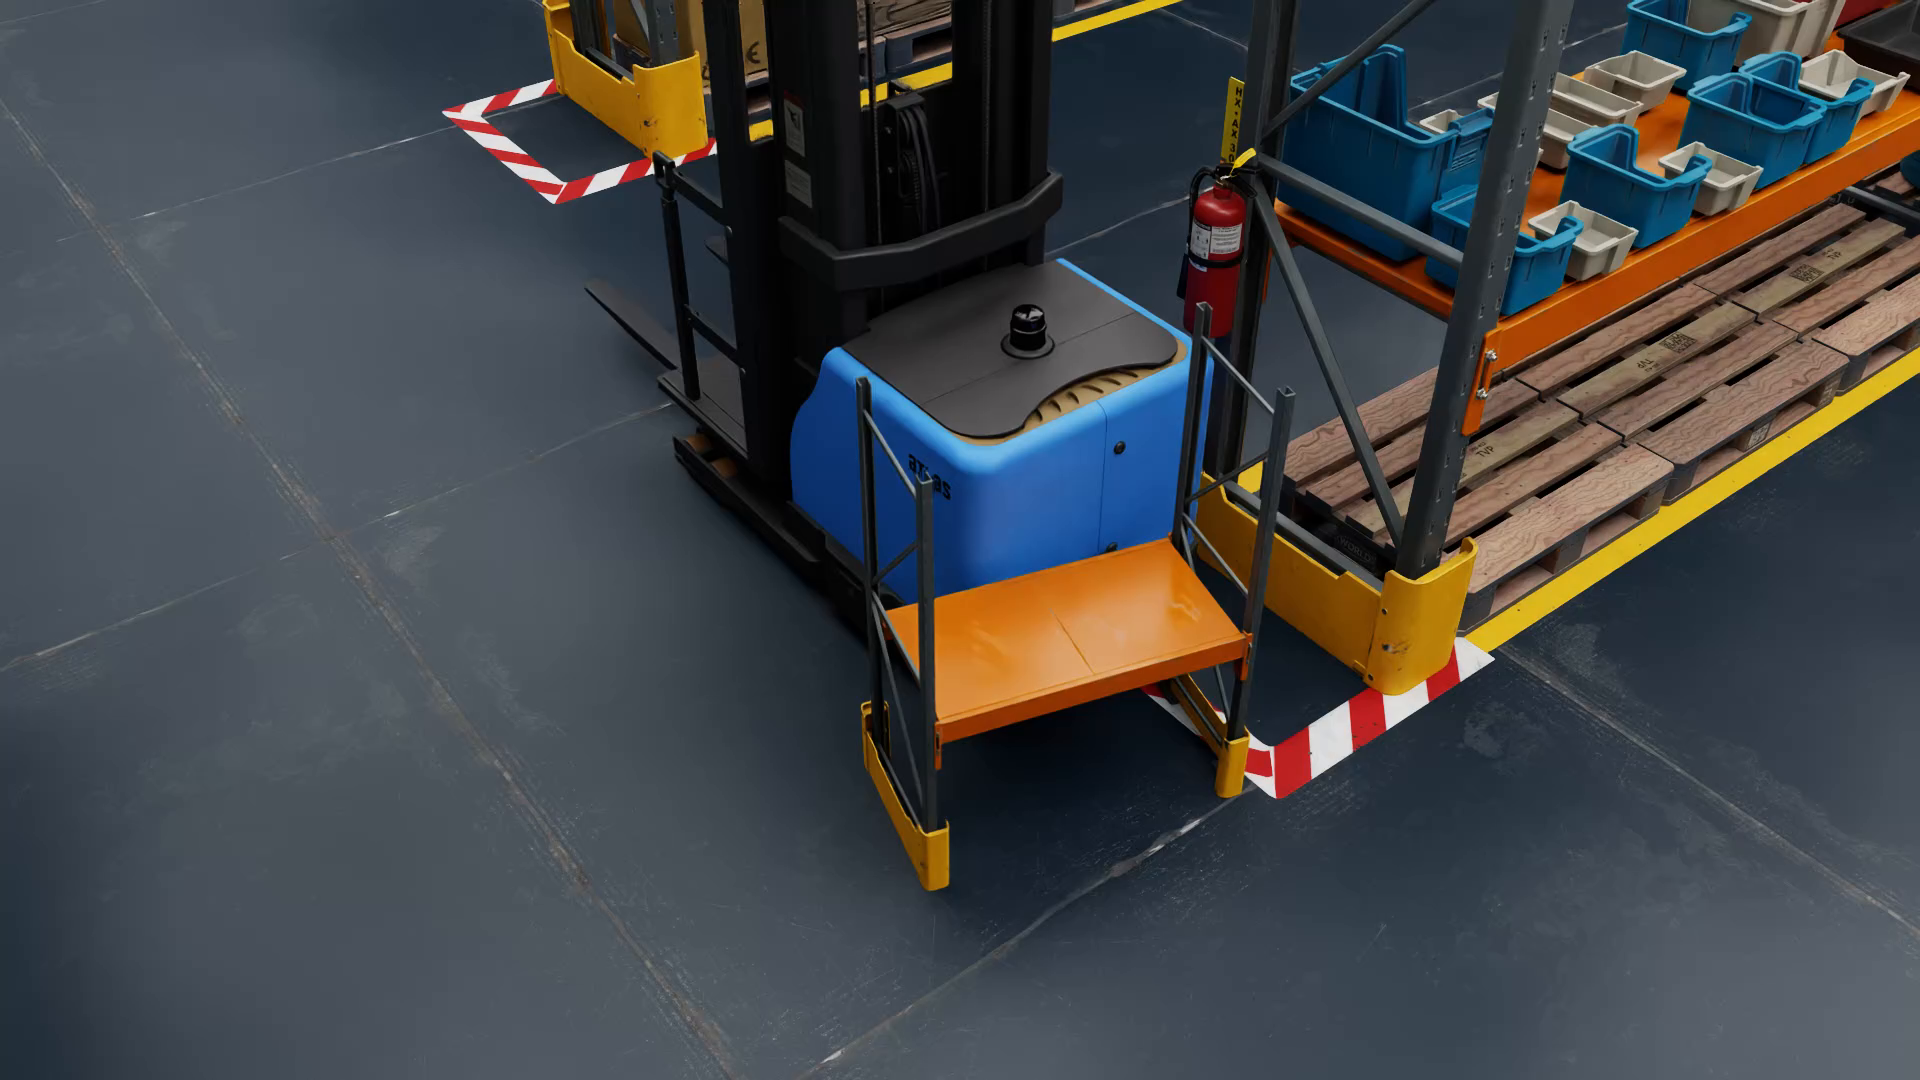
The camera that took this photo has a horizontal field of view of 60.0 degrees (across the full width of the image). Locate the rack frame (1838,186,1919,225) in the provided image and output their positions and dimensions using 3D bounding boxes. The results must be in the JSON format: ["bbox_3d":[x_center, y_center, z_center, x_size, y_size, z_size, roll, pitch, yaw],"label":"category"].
[{"bbox_3d":[4.411,-2.539,6.980,0.127,3.000,1.000,-26,46,-28],"label":"rack frame"}]

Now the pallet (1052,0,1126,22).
[{"bbox_3d":[0.742,-3.697,10.590,1.213,0.211,1.003,-26,46,-28],"label":"pallet"}]

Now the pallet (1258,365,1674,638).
[{"bbox_3d":[1.917,-0.214,6.345,1.213,0.211,1.003,-26,46,-28],"label":"pallet"}]

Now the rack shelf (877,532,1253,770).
[{"bbox_3d":[0.300,0.313,4.970,1.000,0.185,0.538,-14,41,-17],"label":"rack shelf"}]

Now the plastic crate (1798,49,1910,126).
[{"bbox_3d":[3.213,-1.636,6.040,0.466,0.136,0.293,-26,46,-28],"label":"plastic crate"}]

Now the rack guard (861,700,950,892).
[{"bbox_3d":[-0.171,0.775,5.107,0.087,0.250,0.587,-14,41,-17],"label":"rack guard"}]

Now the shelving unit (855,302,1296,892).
[{"bbox_3d":[0.292,0.176,4.853,1.083,1.500,0.587,-14,41,-17],"label":"shelving unit"}]

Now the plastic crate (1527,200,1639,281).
[{"bbox_3d":[1.940,-0.926,5.175,0.298,0.136,0.250,-26,46,-28],"label":"plastic crate"}]

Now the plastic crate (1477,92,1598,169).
[{"bbox_3d":[2.014,-1.425,5.783,0.243,0.136,0.396,-26,46,-28],"label":"plastic crate"}]

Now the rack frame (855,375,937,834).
[{"bbox_3d":[-0.172,0.293,4.710,0.032,1.500,0.500,-14,41,-17],"label":"rack frame"}]

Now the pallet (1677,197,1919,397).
[{"bbox_3d":[3.851,-1.157,7.494,1.213,0.211,1.003,-26,46,-28],"label":"pallet"}]

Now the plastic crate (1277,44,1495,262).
[{"bbox_3d":[1.391,-1.253,5.337,0.499,0.435,0.616,-26,46,-28],"label":"plastic crate"}]

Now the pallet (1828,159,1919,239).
[{"bbox_3d":[5.048,-1.738,8.202,1.213,0.211,1.003,-26,46,-28],"label":"pallet"}]

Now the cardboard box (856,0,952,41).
[{"bbox_3d":[-0.599,-3.464,9.452,0.875,0.875,0.875,-26,46,-28],"label":"cardboard box"}]

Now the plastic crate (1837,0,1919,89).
[{"bbox_3d":[3.687,-1.888,6.356,0.590,0.125,0.437,-26,46,-28],"label":"plastic crate"}]

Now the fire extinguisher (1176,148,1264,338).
[{"bbox_3d":[0.843,-0.989,5.446,0.183,0.674,0.296,-26,46,-28],"label":"fire extinguisher"}]

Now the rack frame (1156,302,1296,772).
[{"bbox_3d":[0.773,0.055,5.000,0.032,1.500,0.500,-14,41,-17],"label":"rack frame"}]

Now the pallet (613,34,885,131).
[{"bbox_3d":[-1.193,-2.754,9.441,1.213,0.211,1.003,-26,46,-28],"label":"pallet"}]

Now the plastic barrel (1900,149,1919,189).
[{"bbox_3d":[4.852,-2.092,7.758,0.708,0.901,0.600,-26,46,-28],"label":"plastic barrel"}]

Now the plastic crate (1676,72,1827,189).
[{"bbox_3d":[2.679,-1.390,5.664,0.300,0.233,0.416,-26,46,-28],"label":"plastic crate"}]

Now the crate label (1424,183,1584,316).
[{"bbox_3d":[1.635,-0.881,5.044,0.303,0.233,0.416,-26,46,-28],"label":"crate label"}]

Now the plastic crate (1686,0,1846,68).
[{"bbox_3d":[3.088,-2.019,6.392,0.530,0.282,0.437,-26,46,-28],"label":"plastic crate"}]

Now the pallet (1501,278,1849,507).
[{"bbox_3d":[2.883,-0.683,6.916,1.213,0.211,1.003,-26,46,-28],"label":"pallet"}]

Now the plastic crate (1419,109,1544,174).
[{"bbox_3d":[1.775,-1.320,5.655,0.243,0.136,0.396,-26,46,-28],"label":"plastic crate"}]

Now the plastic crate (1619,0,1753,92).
[{"bbox_3d":[2.711,-1.874,6.254,0.300,0.233,0.416,-26,46,-28],"label":"plastic crate"}]

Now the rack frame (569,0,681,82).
[{"bbox_3d":[-1.779,-3.484,8.132,0.127,3.000,1.000,-26,46,-28],"label":"rack frame"}]

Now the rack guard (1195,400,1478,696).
[{"bbox_3d":[1.228,-0.011,5.869,0.348,0.500,1.175,-26,46,-28],"label":"rack guard"}]

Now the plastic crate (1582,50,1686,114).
[{"bbox_3d":[2.443,-1.669,6.080,0.250,0.136,0.298,-26,46,-28],"label":"plastic crate"}]

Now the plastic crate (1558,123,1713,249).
[{"bbox_3d":[2.157,-1.136,5.354,0.300,0.233,0.416,-26,46,-28],"label":"plastic crate"}]

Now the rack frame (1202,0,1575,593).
[{"bbox_3d":[1.239,-0.993,5.095,0.127,3.000,1.000,-26,46,-28],"label":"rack frame"}]

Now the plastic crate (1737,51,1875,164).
[{"bbox_3d":[2.917,-1.506,5.806,0.300,0.233,0.416,-26,46,-28],"label":"plastic crate"}]

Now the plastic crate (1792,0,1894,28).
[{"bbox_3d":[3.550,-2.368,6.674,0.583,0.464,0.402,-26,46,-28],"label":"plastic crate"}]

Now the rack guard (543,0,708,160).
[{"bbox_3d":[-1.798,-2.508,8.913,0.348,0.500,1.175,-26,46,-28],"label":"rack guard"}]

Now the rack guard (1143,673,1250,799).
[{"bbox_3d":[0.755,0.542,5.391,0.087,0.250,0.587,-14,41,-17],"label":"rack guard"}]

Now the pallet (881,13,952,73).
[{"bbox_3d":[-0.226,-3.223,10.012,1.213,0.211,1.003,-26,46,-28],"label":"pallet"}]

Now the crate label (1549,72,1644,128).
[{"bbox_3d":[2.220,-1.545,5.929,0.243,0.136,0.396,-26,46,-28],"label":"crate label"}]

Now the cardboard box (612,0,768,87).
[{"bbox_3d":[-1.320,-3.112,9.023,0.875,0.875,0.875,-26,46,-28],"label":"cardboard box"}]

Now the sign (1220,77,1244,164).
[{"bbox_3d":[0.891,-1.327,5.373,0.005,0.325,0.100,-26,46,-28],"label":"sign"}]

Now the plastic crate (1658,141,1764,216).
[{"bbox_3d":[2.478,-1.189,5.495,0.298,0.136,0.250,-26,46,-28],"label":"plastic crate"}]

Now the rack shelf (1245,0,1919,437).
[{"bbox_3d":[2.825,-1.488,6.266,4.000,0.370,1.077,-26,46,-28],"label":"rack shelf"}]

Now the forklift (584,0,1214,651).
[{"bbox_3d":[-0.464,-1.457,5.715,1.130,2.935,3.031,-26,46,-28],"label":"forklift"}]
